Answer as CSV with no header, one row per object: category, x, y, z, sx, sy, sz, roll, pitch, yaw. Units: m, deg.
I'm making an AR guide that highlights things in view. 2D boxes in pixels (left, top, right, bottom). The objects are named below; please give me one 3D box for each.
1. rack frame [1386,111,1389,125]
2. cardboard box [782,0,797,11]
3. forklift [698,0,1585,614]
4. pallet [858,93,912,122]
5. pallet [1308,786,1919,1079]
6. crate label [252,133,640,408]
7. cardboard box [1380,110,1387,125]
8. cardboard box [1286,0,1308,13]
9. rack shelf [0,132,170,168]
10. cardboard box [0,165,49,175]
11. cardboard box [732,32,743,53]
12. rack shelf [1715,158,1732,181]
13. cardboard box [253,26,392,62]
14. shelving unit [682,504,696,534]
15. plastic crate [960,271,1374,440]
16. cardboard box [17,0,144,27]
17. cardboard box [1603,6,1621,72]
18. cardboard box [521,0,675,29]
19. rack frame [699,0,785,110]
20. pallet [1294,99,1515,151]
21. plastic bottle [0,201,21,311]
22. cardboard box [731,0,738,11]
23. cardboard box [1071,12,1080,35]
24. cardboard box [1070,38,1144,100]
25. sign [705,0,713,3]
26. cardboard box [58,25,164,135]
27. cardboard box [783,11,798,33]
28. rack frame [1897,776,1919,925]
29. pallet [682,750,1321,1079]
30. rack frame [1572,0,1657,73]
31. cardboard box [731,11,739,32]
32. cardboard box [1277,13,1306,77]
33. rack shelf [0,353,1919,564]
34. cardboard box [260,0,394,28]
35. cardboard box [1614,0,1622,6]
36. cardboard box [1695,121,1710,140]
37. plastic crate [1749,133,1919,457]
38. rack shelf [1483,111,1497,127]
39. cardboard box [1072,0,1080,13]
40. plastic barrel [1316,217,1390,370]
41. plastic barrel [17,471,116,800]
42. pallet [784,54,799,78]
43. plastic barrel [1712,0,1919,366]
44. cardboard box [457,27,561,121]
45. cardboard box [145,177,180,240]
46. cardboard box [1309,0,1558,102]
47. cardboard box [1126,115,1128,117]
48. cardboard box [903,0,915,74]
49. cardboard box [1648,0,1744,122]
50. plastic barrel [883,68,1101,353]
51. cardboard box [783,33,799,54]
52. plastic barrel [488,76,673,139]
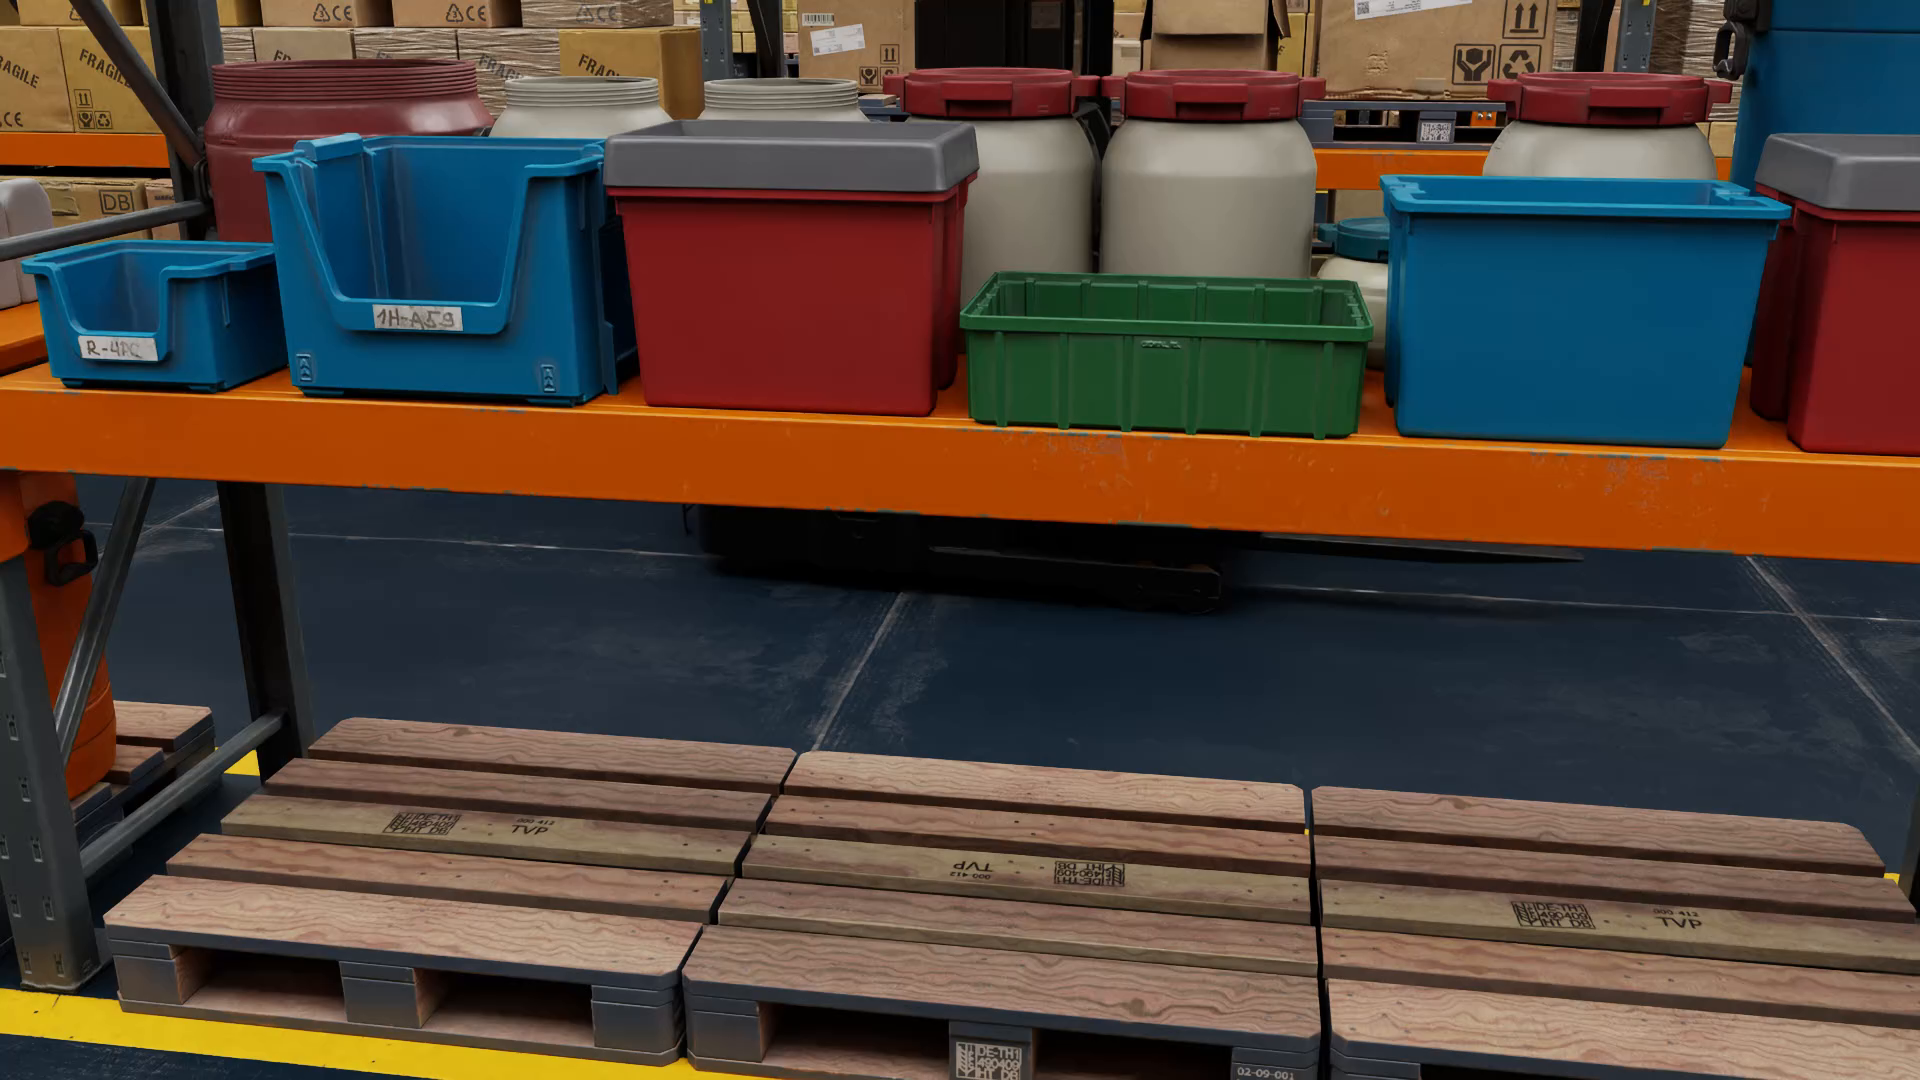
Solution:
rack frame,4.481,-5.088,16.783,0.127,3.000,1.000,3,19,9
cardboard box,-1.217,-4.003,12.337,0.250,0.149,0.380,4,19,10
forklift,0.634,-1.327,5.650,3.031,2.935,1.130,4,19,12
pallet,-0.320,-2.092,8.129,1.003,0.211,1.213,3,19,9
pallet,1.342,0.863,3.391,1.213,0.211,1.003,3,19,9
crate label,-0.888,-0.515,3.060,0.616,0.435,0.502,3,19,9
cardboard box,5.690,-5.411,21.418,0.500,0.250,0.500,3,19,9
cardboard box,2.297,-4.128,12.180,0.500,0.500,0.700,3,19,9
rack shelf,-3.015,-1.944,8.521,4.000,0.370,1.077,3,19,9
cardboard box,-5.629,-1.636,9.152,0.875,0.875,0.875,3,19,9
cardboard box,-1.724,-3.747,12.509,0.250,0.149,0.380,2,19,6
rack shelf,4.884,-1.542,7.318,4.000,0.370,1.077,3,19,9
cardboard box,-3.074,-2.258,8.165,0.500,0.500,0.500,3,19,10
shelving unit,-0.973,-0.629,6.276,0.189,1.200,0.258,0,18,11
plastic crate,0.359,-0.331,2.898,0.662,0.188,0.450,3,19,9
cardboard box,-4.358,-2.880,8.444,0.637,0.503,0.797,2,19,7
cardboard box,4.708,-3.568,12.004,0.550,0.550,0.875,3,19,9
cardboard box,-1.760,-2.750,8.056,0.637,0.503,0.797,4,19,11
rack frame,-1.040,-2.185,8.106,0.127,3.000,1.000,3,19,9
pallet,2.177,-1.977,7.786,1.213,0.211,1.003,3,19,9
plastic bottle,-2.226,-0.650,3.713,0.135,0.276,0.152,3,19,9
cardboard box,-1.718,-4.030,12.416,0.250,0.149,0.380,3,19,9
cardboard box,0.749,-3.649,12.325,0.500,0.500,0.500,3,19,8
cardboard box,0.578,-2.157,7.596,0.500,0.250,0.500,2,19,7
sign,-1.125,-2.560,7.402,0.005,0.325,0.100,3,19,9
cardboard box,-4.079,-2.307,8.314,0.500,0.500,0.500,3,19,9
cardboard box,-1.238,-3.862,12.385,0.250,0.149,0.380,3,19,10
rack frame,2.123,-0.432,2.867,0.127,3.000,1.000,3,19,9
pallet,0.134,0.802,3.572,1.213,0.211,1.003,3,19,9
rack frame,2.909,-1.984,7.504,0.127,3.000,1.000,3,19,9
cardboard box,-1.730,-3.888,12.462,0.250,0.149,0.380,3,19,8
cardboard box,2.240,-3.573,12.098,0.500,0.500,0.500,3,19,9
rack shelf,0.149,-0.191,3.282,4.000,0.370,1.077,3,19,9
cardboard box,-3.066,-2.815,8.251,0.637,0.503,0.797,4,19,10
cardboard box,4.716,-4.095,11.877,0.550,0.550,0.875,3,19,9
cardboard box,3.074,-1.759,7.230,0.250,0.149,0.380,3,19,9
plastic crate,1.597,-0.391,2.643,0.583,0.464,0.402,3,19,9
rack shelf,5.770,-3.091,11.947,4.000,0.370,1.077,3,19,9
cardboard box,0.787,-4.205,12.409,0.500,0.500,0.700,3,19,8
plastic barrel,0.841,-0.481,3.231,0.301,0.262,0.301,0,18,0
plastic barrel,-2.312,0.177,3.804,0.708,0.830,0.600,3,19,9
pallet,-0.874,-3.645,12.773,1.003,0.211,1.213,3,19,9
plastic barrel,1.790,-0.784,3.129,0.708,0.901,0.600,3,19,9
cardboard box,-2.058,-2.207,8.013,0.500,0.500,0.500,3,19,8
cardboard box,-3.472,-1.507,8.767,0.875,0.875,1.225,2,19,7
cardboard box,2.147,-2.551,7.593,1.000,1.000,1.000,3,19,9
cardboard box,2.575,-5.852,22.146,0.625,0.625,0.875,4,19,10
cardboard box,0.066,-2.420,7.989,0.500,0.500,0.700,6,19,17
cardboard box,3.343,-2.130,7.316,0.500,0.500,0.875,3,19,9
plastic barrel,0.062,-0.672,3.370,0.433,0.535,0.433,0,18,0
cardboard box,-1.213,-3.720,12.429,0.250,0.149,0.380,3,19,10
plastic barrel,-0.776,-0.701,3.496,0.421,0.512,0.421,0,18,0
